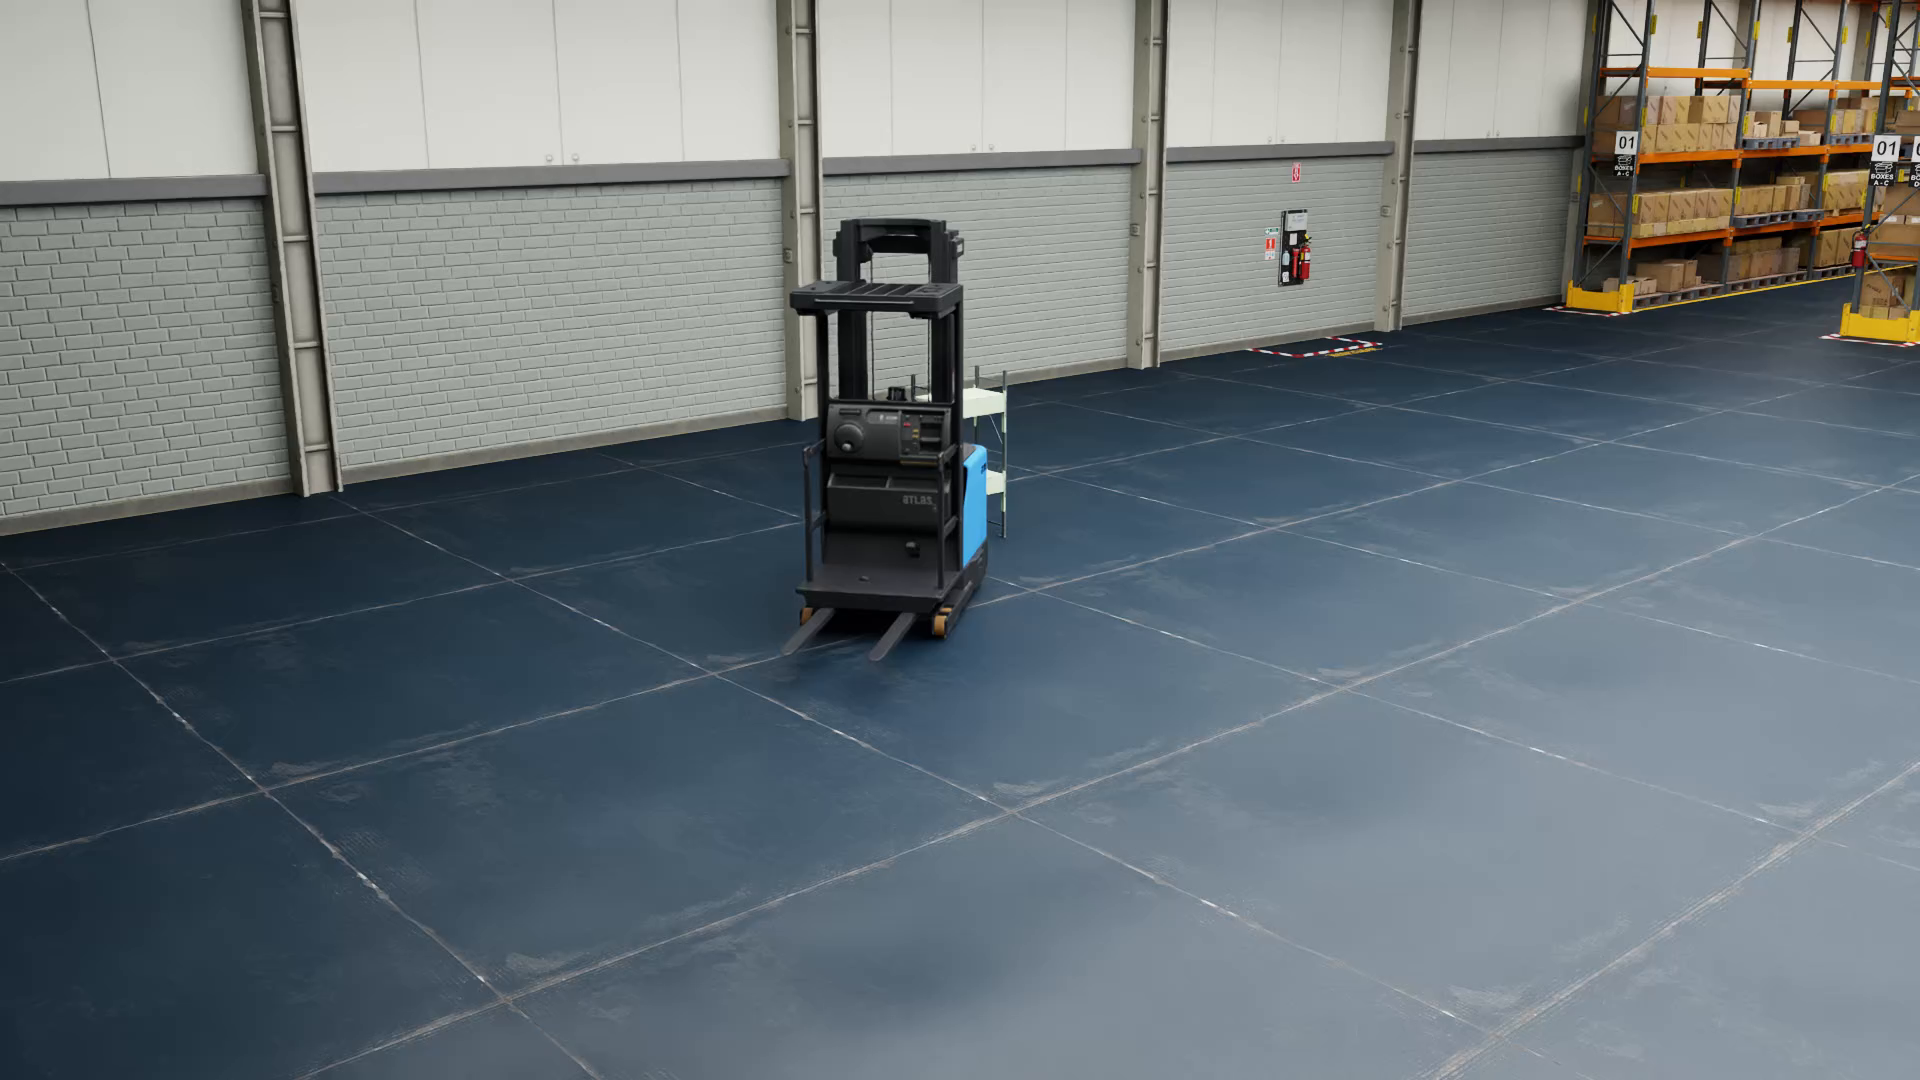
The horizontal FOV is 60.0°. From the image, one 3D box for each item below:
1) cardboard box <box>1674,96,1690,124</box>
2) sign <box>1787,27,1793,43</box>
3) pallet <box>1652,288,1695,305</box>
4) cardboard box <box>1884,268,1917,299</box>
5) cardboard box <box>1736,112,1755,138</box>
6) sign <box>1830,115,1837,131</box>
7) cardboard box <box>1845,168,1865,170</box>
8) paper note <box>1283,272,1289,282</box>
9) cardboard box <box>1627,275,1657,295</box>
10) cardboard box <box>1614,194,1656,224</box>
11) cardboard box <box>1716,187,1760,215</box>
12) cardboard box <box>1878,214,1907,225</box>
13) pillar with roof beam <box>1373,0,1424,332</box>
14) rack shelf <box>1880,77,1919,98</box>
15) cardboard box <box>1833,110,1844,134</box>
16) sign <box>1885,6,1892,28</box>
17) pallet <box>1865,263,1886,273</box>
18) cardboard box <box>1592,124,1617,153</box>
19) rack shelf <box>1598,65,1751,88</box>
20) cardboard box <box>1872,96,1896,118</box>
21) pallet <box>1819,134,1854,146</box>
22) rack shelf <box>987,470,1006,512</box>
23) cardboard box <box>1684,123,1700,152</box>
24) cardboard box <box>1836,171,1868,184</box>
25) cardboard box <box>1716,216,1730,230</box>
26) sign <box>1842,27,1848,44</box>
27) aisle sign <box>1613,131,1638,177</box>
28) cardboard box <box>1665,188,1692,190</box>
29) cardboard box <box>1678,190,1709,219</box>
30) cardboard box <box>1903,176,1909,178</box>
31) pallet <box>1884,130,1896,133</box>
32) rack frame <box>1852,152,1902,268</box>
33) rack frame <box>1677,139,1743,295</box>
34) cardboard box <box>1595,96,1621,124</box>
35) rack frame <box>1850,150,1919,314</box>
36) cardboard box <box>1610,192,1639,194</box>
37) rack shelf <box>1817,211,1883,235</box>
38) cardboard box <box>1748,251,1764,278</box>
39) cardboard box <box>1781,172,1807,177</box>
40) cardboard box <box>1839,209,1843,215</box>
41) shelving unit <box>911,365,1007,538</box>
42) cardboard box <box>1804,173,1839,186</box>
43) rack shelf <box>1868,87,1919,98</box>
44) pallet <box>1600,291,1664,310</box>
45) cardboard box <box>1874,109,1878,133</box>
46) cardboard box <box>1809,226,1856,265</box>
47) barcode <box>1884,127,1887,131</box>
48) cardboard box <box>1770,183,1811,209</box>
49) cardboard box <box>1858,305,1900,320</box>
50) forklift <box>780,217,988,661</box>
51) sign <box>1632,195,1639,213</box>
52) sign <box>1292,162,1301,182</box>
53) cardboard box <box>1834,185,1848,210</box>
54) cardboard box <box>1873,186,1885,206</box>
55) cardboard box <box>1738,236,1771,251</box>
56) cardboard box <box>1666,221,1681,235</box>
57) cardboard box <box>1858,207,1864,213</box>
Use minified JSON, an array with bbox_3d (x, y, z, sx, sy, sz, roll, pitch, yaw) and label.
[{"bbox_3d":[12.991,-7.885,30.475,0.500,0.500,0.500,-12,19,-38],"label":"cardboard box"},{"bbox_3d":[17.418,-10.602,34.885,0.005,0.325,0.100,-13,19,-39],"label":"sign"},{"bbox_3d":[13.364,-4.715,31.992,1.213,0.211,1.003,-13,19,-39],"label":"pallet"},{"bbox_3d":[15.959,-4.307,28.122,0.500,0.500,0.500,-13,19,-39],"label":"cardboard box"},{"bbox_3d":[15.233,-8.168,32.696,0.500,0.500,0.500,-9,18,-32],"label":"cardboard box"},{"bbox_3d":[18.140,-8.661,34.548,0.005,0.325,0.100,-13,19,-39],"label":"sign"},{"bbox_3d":[20.285,-8.282,37.682,0.500,0.250,0.500,-12,19,-38],"label":"cardboard box"},{"bbox_3d":[5.116,-4.130,26.106,0.142,0.148,0.016,-13,19,-39],"label":"paper note"},{"bbox_3d":[12.761,-4.823,31.349,0.500,0.311,0.500,-11,18,-35],"label":"cardboard box"},{"bbox_3d":[12.308,-6.035,30.328,0.500,0.500,0.500,-13,19,-39],"label":"cardboard box"},{"bbox_3d":[15.601,-6.824,33.439,0.500,0.500,0.700,-10,18,-34],"label":"cardboard box"},{"bbox_3d":[15.168,-5.213,27.001,0.250,0.149,0.380,-13,20,-40],"label":"cardboard box"},{"bbox_3d":[10.010,-7.044,23.682,0.400,9.000,9.100,-13,19,-39],"label":"pillar with roof beam"},{"bbox_3d":[16.514,-7.445,27.355,4.000,0.370,1.077,-13,19,-39],"label":"rack shelf"},{"bbox_3d":[18.479,-8.971,35.665,0.500,0.500,0.700,-14,20,-42],"label":"cardboard box"},{"bbox_3d":[14.660,-8.245,26.216,0.005,0.325,0.100,-13,19,-39],"label":"sign"},{"bbox_3d":[20.270,-6.253,37.751,1.213,0.211,1.003,-13,19,-39],"label":"pallet"},{"bbox_3d":[11.899,-7.340,30.371,0.500,0.500,0.500,-11,18,-35],"label":"cardboard box"},{"bbox_3d":[13.259,-8.601,30.912,4.000,0.370,1.077,-13,19,-39],"label":"rack shelf"},{"bbox_3d":[21.177,-9.900,38.016,0.500,0.500,0.500,-13,20,-40],"label":"cardboard box"},{"bbox_3d":[18.236,-8.545,35.482,1.003,0.211,1.213,-12,19,-37],"label":"pallet"},{"bbox_3d":[-0.005,-0.408,14.636,0.720,0.370,0.431,-13,19,-39],"label":"rack shelf"},{"bbox_3d":[13.375,-7.496,30.954,0.500,0.500,0.500,-11,19,-36],"label":"cardboard box"},{"bbox_3d":[19.458,-7.923,36.337,0.500,0.250,0.500,-13,20,-40],"label":"cardboard box"},{"bbox_3d":[14.610,-6.188,32.357,0.500,0.250,0.500,-13,19,-39],"label":"cardboard box"},{"bbox_3d":[18.149,-10.352,34.104,0.005,0.325,0.100,-13,19,-39],"label":"sign"},{"bbox_3d":[11.893,-6.898,29.725,0.004,0.787,0.394,-13,19,-39],"label":"aisle sign"},{"bbox_3d":[13.884,-6.564,32.310,0.500,0.500,0.500,-13,20,-40],"label":"cardboard box"},{"bbox_3d":[13.855,-6.381,31.624,0.500,0.500,0.500,-13,20,-41],"label":"cardboard box"},{"bbox_3d":[21.777,-8.102,38.687,0.700,0.700,0.980,-13,20,-41],"label":"cardboard box"},{"bbox_3d":[21.427,-9.288,38.071,1.213,0.211,1.003,-13,19,-39],"label":"pallet"},{"bbox_3d":[20.803,-7.746,37.935,0.127,3.000,1.000,-13,19,-39],"label":"rack frame"},{"bbox_3d":[14.768,-6.390,32.861,0.127,3.000,1.000,-13,19,-39],"label":"rack frame"},{"bbox_3d":[11.904,-7.827,30.257,0.500,0.500,0.500,-12,19,-37],"label":"cardboard box"},{"bbox_3d":[15.005,-4.749,26.716,0.127,3.000,1.000,-13,19,-39],"label":"rack frame"},{"bbox_3d":[12.353,-6.217,31.010,0.500,0.500,0.500,-12,19,-39],"label":"cardboard box"},{"bbox_3d":[19.294,-7.059,36.759,4.000,0.370,1.077,-13,19,-39],"label":"rack shelf"},{"bbox_3d":[16.081,-5.699,34.264,0.500,0.500,0.700,-12,19,-39],"label":"cardboard box"},{"bbox_3d":[17.957,-7.759,35.724,0.500,0.250,0.500,-12,19,-38],"label":"cardboard box"},{"bbox_3d":[18.937,-7.149,36.149,0.250,0.149,0.380,-12,19,-38],"label":"cardboard box"},{"bbox_3d":[-0.005,-0.723,14.552,0.755,1.500,0.431,-13,19,-39],"label":"shelving unit"},{"bbox_3d":[18.319,-7.664,35.366,0.500,0.250,0.500,-12,19,-38],"label":"cardboard box"},{"bbox_3d":[22.312,-10.442,38.574,4.000,0.370,1.077,-13,19,-39],"label":"rack shelf"},{"bbox_3d":[12.444,-4.509,31.222,1.213,0.211,1.003,-13,19,-39],"label":"pallet"},{"bbox_3d":[20.067,-9.328,37.000,0.500,0.500,0.700,-14,20,-42],"label":"cardboard box"},{"bbox_3d":[19.091,-6.478,36.543,0.750,0.750,0.750,-13,20,-40],"label":"cardboard box"},{"bbox_3d":[14.916,-6.624,26.797,0.075,0.075,0.001,-13,19,-39],"label":"barcode"},{"bbox_3d":[17.437,-7.247,35.023,0.700,0.500,0.500,13,20,40],"label":"cardboard box"},{"bbox_3d":[15.216,-3.772,27.573,0.500,0.250,0.500,-13,19,-39],"label":"cardboard box"},{"bbox_3d":[-0.567,-0.808,12.096,1.130,2.935,3.031,3,15,11],"label":"forklift"},{"bbox_3d":[12.107,-6.025,29.817,0.005,0.325,0.100,-13,19,-39],"label":"sign"},{"bbox_3d":[5.224,-5.710,25.823,0.199,0.298,0.001,-13,19,-39],"label":"sign"},{"bbox_3d":[18.721,-7.389,35.791,0.500,0.500,0.500,-12,19,-38],"label":"cardboard box"},{"bbox_3d":[20.242,-7.732,37.074,0.500,0.500,0.500,-12,19,-39],"label":"cardboard box"},{"bbox_3d":[16.421,-6.131,34.427,0.500,0.250,0.500,-13,20,-40],"label":"cardboard box"},{"bbox_3d":[13.098,-5.847,31.078,0.500,0.250,0.500,-13,20,-40],"label":"cardboard box"},{"bbox_3d":[19.747,-7.315,36.770,0.250,0.149,0.380,-13,20,-41],"label":"cardboard box"}]
